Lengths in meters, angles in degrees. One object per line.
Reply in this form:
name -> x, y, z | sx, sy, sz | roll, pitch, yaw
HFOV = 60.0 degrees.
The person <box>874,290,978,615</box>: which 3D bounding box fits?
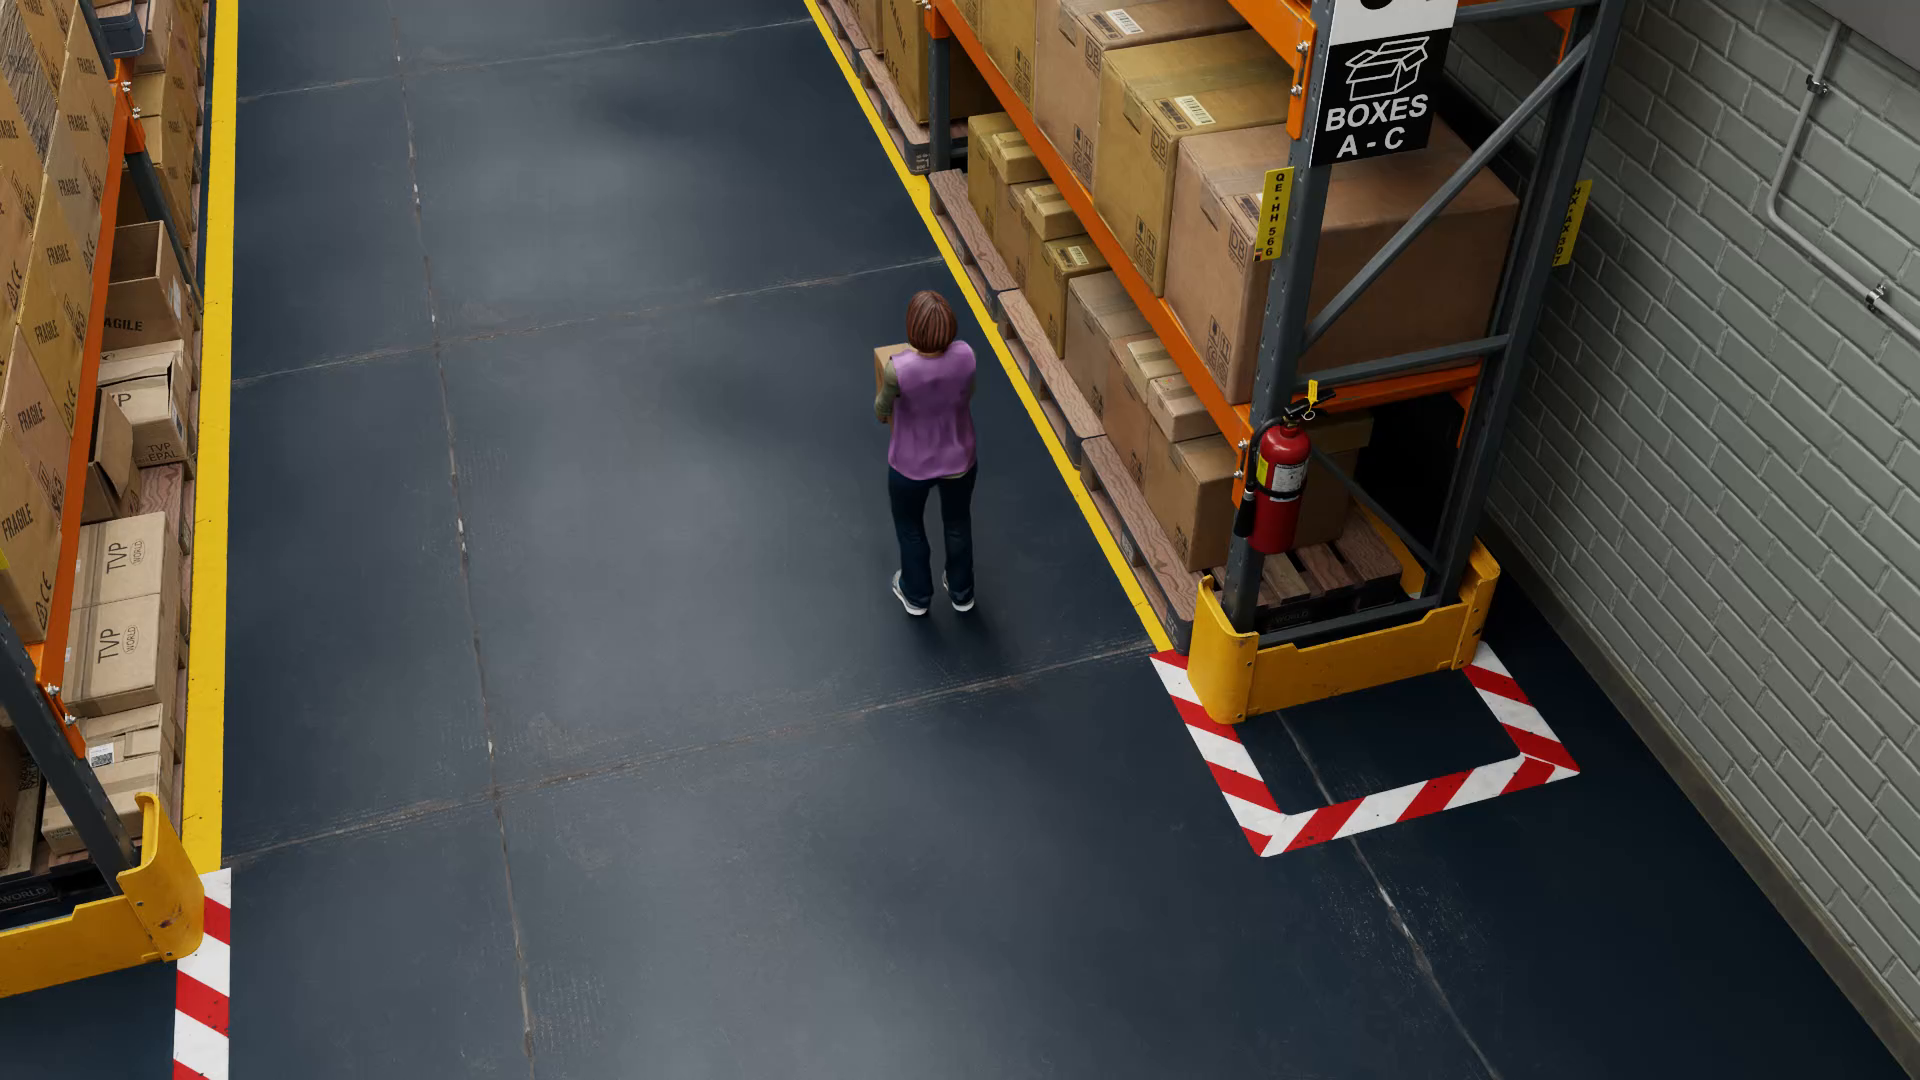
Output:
person -> -0.132, -0.371, 6.572 | 0.404, 1.596, 0.490 | -12, 44, -12
